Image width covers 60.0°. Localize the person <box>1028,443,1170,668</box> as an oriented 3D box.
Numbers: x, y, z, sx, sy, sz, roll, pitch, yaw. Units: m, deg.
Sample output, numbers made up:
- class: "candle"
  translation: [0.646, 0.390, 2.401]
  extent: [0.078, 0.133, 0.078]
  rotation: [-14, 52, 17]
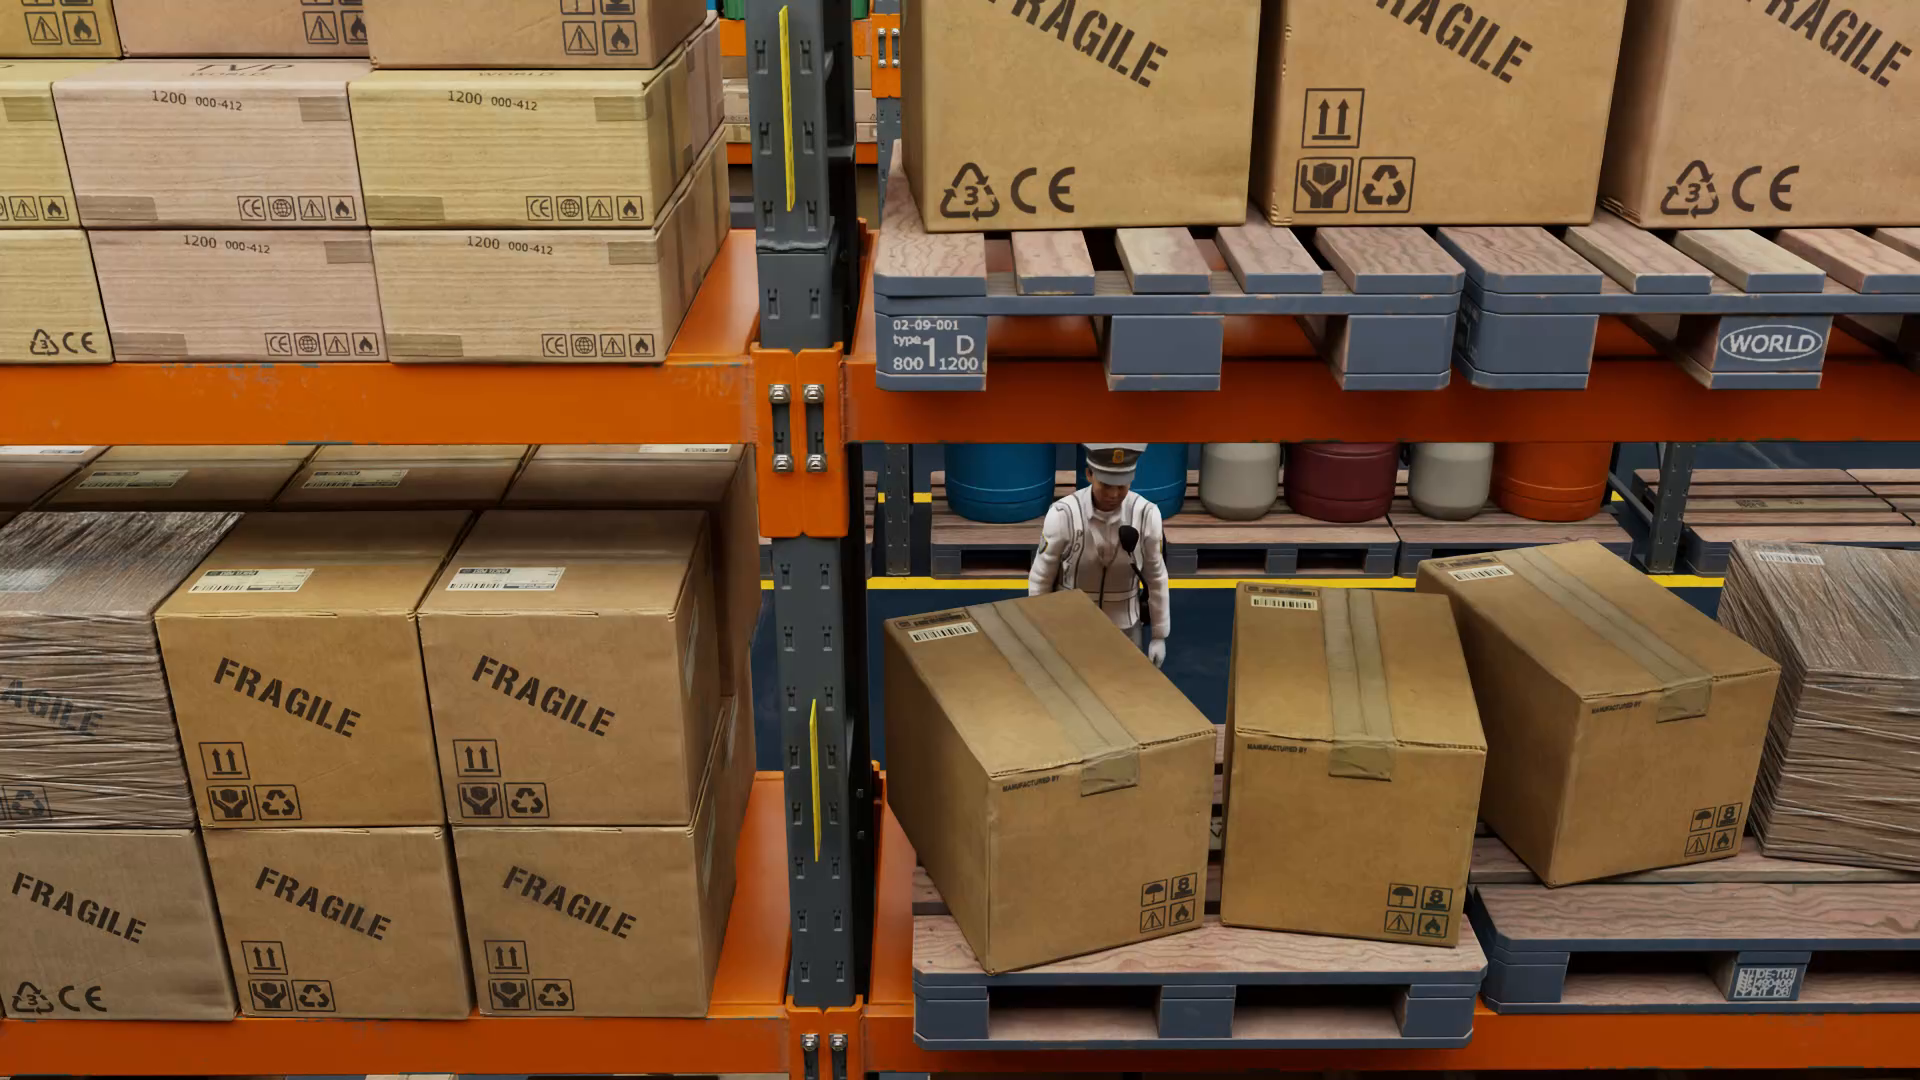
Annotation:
- class: "person"
  translation: [0.522, 0.375, 6.266]
  extent: [0.540, 1.664, 0.406]
  rotation: [-1, 24, -2]
